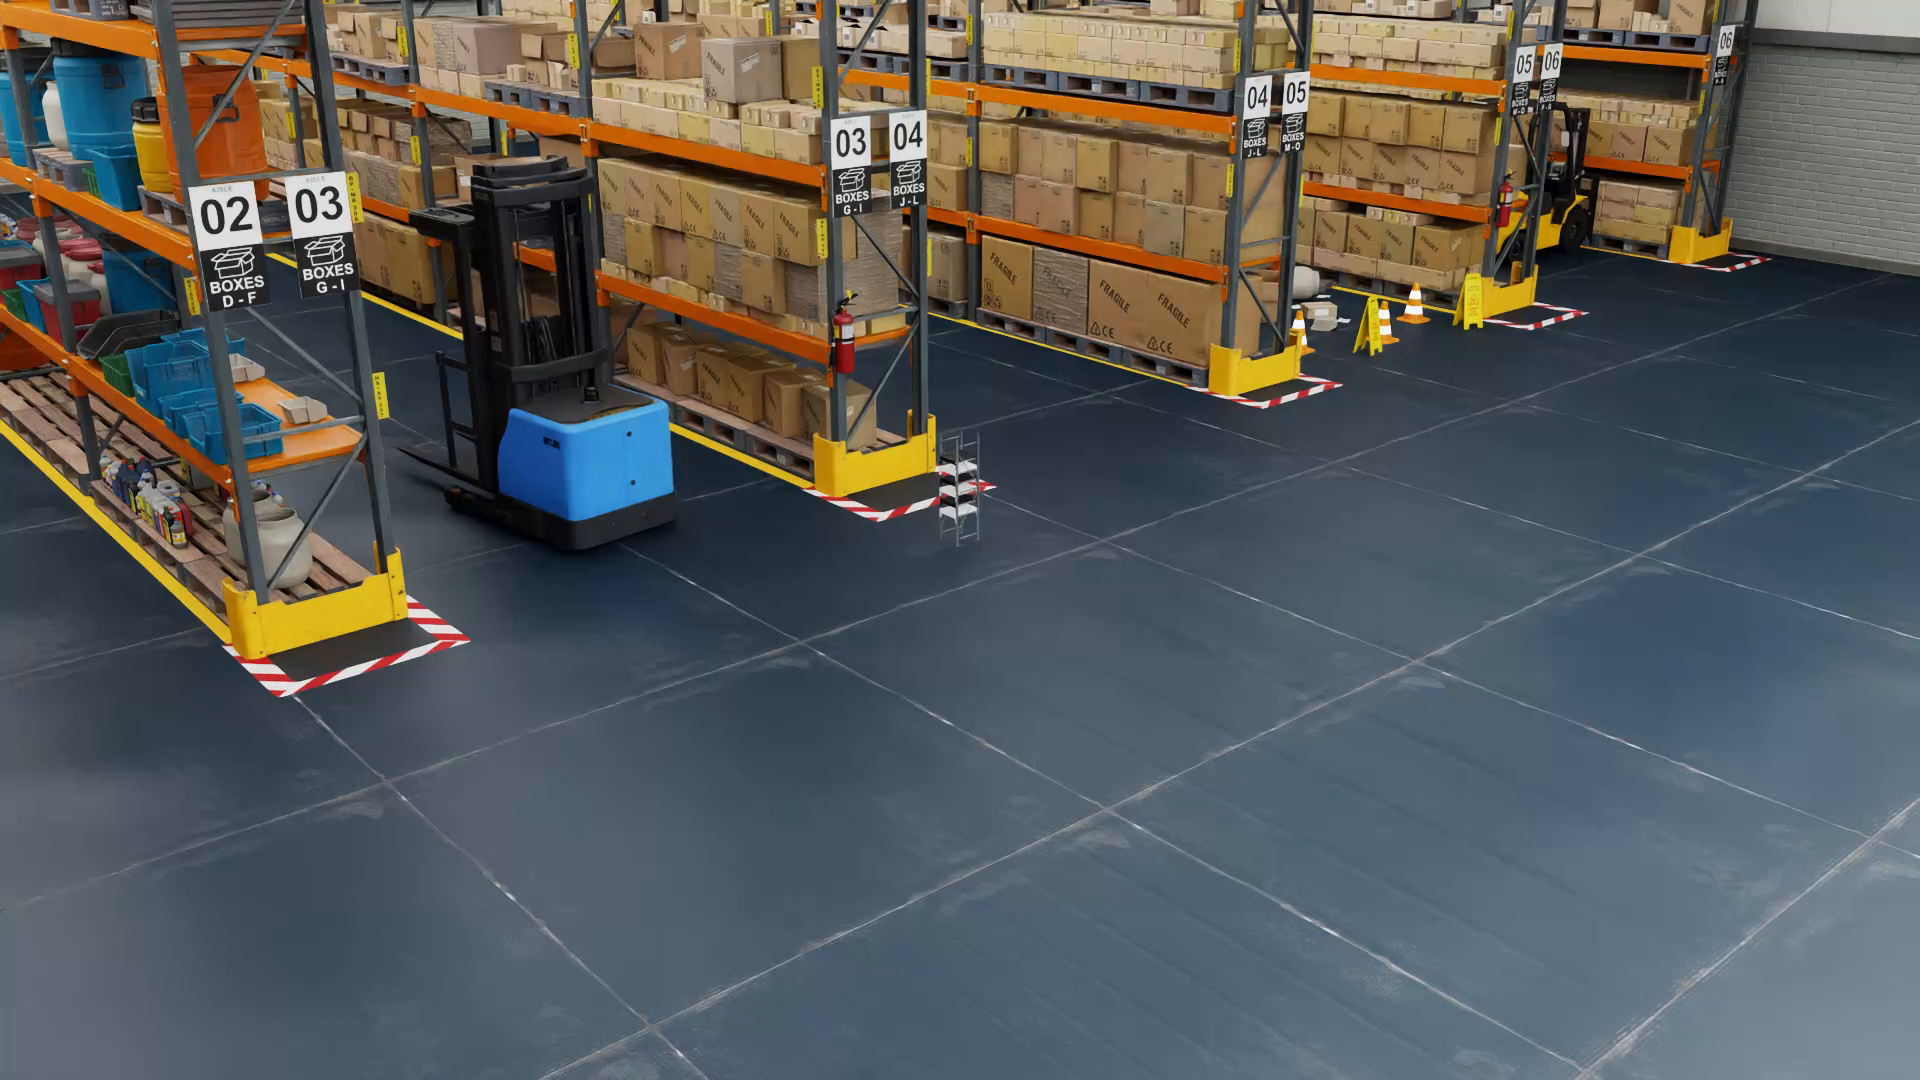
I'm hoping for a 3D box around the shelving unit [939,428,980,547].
[{"bbox_3d":[-0.005,-0.421,13.326,0.258,0.900,0.210,-17,27,-37],"label":"shelving unit"}]

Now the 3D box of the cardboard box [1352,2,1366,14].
[{"bbox_3d":[6.505,-8.534,26.679,0.380,0.149,0.250,-18,28,-38],"label":"cardboard box"}]

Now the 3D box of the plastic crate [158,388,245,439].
[{"bbox_3d":[-5.424,-0.921,11.925,0.499,0.251,0.408,-17,27,-37],"label":"plastic crate"}]

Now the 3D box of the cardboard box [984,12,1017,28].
[{"bbox_3d":[0.494,-5.891,18.836,0.380,0.149,0.250,-17,27,-37],"label":"cardboard box"}]

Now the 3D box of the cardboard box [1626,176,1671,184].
[{"bbox_3d":[10.068,-5.159,24.366,0.500,0.250,0.500,-17,27,-37],"label":"cardboard box"}]

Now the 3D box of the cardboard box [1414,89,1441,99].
[{"bbox_3d":[7.382,-7.025,26.281,0.380,0.149,0.250,-18,28,-38],"label":"cardboard box"}]

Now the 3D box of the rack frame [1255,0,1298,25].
[{"bbox_3d":[4.198,-8.179,22.027,1.000,3.000,0.127,-17,27,-37],"label":"rack frame"}]

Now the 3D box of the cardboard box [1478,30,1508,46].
[{"bbox_3d":[6.365,-5.954,19.712,0.380,0.149,0.250,-17,27,-37],"label":"cardboard box"}]

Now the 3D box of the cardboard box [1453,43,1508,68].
[{"bbox_3d":[6.271,-5.823,19.922,0.500,0.250,0.500,-18,28,-38],"label":"cardboard box"}]

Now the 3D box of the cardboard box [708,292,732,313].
[{"bbox_3d":[-2.100,-2.223,15.392,0.380,0.149,0.250,-17,27,-37],"label":"cardboard box"}]

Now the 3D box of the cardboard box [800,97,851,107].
[{"bbox_3d":[-1.181,-3.792,14.599,0.380,0.149,0.250,-16,27,-35],"label":"cardboard box"}]

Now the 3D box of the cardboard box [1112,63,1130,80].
[{"bbox_3d":[1.822,-4.958,17.548,0.380,0.149,0.250,-17,27,-37],"label":"cardboard box"}]

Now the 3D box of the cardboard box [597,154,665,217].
[{"bbox_3d":[-3.208,-3.492,16.371,0.500,0.500,0.500,-17,27,-37],"label":"cardboard box"}]

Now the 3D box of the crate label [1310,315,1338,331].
[{"bbox_3d":[4.372,-2.603,19.943,0.298,0.136,0.250,7,23,18],"label":"crate label"}]

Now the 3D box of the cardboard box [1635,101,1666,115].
[{"bbox_3d":[9.798,-6.125,23.576,0.380,0.149,0.250,-17,27,-36],"label":"cardboard box"}]

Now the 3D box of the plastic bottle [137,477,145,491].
[{"bbox_3d":[-6.602,-0.376,13.469,0.097,0.271,0.097,0,21,0],"label":"plastic bottle"}]

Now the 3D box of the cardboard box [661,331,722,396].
[{"bbox_3d":[-2.699,-1.781,16.771,0.500,0.500,0.500,-9,23,-21],"label":"cardboard box"}]

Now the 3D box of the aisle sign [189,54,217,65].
[{"bbox_3d":[-11.417,-7.501,24.957,0.394,0.787,0.004,-17,27,-37],"label":"aisle sign"}]

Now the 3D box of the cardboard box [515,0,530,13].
[{"bbox_3d":[-6.888,-8.727,27.060,0.500,0.250,0.500,-18,28,-38],"label":"cardboard box"}]

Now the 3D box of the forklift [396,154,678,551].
[{"bbox_3d":[-3.759,-1.717,13.849,3.031,2.935,1.130,19,28,39],"label":"forklift"}]

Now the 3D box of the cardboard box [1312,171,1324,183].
[{"bbox_3d":[4.894,-4.839,22.069,0.380,0.149,0.250,-18,27,-38],"label":"cardboard box"}]

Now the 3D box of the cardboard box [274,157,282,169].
[{"bbox_3d":[-9.314,-5.268,23.165,0.380,0.149,0.250,-18,28,-38],"label":"cardboard box"}]

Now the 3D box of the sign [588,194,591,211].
[{"bbox_3d":[-3.728,-3.432,16.546,0.100,0.325,0.005,-17,27,-37],"label":"sign"}]

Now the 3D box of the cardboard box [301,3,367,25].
[{"bbox_3d":[-8.145,-6.717,21.696,0.700,0.500,0.500,-17,27,-36],"label":"cardboard box"}]

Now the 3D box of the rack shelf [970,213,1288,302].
[{"bbox_3d":[1.819,-3.292,18.761,1.077,0.370,4.000,-17,27,-37],"label":"rack shelf"}]

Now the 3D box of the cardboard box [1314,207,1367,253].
[{"bbox_3d":[5.074,-4.134,22.091,0.500,0.500,0.500,-16,26,-35],"label":"cardboard box"}]

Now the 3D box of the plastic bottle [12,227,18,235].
[{"bbox_3d":[-10.012,-3.219,17.759,0.152,0.276,0.135,-17,27,-37],"label":"plastic bottle"}]

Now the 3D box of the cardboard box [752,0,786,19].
[{"bbox_3d":[-2.558,-7.134,22.285,0.396,0.266,0.258,-17,27,-37],"label":"cardboard box"}]

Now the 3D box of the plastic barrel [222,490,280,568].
[{"bbox_3d":[-5.266,-0.081,12.414,0.421,0.512,0.421,0,21,0],"label":"plastic barrel"}]

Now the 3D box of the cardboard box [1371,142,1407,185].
[{"bbox_3d":[5.599,-4.828,21.153,0.500,0.500,0.500,-18,27,-38],"label":"cardboard box"}]

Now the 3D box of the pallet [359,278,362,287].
[{"bbox_3d":[-7.971,-3.743,22.751,1.003,0.211,1.213,-17,27,-37],"label":"pallet"}]

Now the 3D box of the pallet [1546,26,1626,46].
[{"bbox_3d":[9.324,-7.357,24.163,1.003,0.211,1.213,-17,27,-37],"label":"pallet"}]

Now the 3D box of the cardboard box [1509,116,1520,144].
[{"bbox_3d":[8.400,-6.290,25.293,0.500,0.500,0.500,-17,27,-37],"label":"cardboard box"}]

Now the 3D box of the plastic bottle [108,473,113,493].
[{"bbox_3d":[-7.053,-0.500,13.883,0.097,0.201,0.097,0,21,0],"label":"plastic bottle"}]

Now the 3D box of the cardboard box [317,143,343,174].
[{"bbox_3d":[-8.092,-4.958,21.892,0.500,0.500,0.500,-17,27,-37],"label":"cardboard box"}]

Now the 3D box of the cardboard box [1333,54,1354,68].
[{"bbox_3d":[4.991,-6.144,21.288,0.380,0.149,0.250,-18,28,-38],"label":"cardboard box"}]

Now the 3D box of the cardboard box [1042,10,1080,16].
[{"bbox_3d":[1.159,-5.977,19.057,0.380,0.149,0.250,-18,27,-38],"label":"cardboard box"}]

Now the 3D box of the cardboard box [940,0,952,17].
[{"bbox_3d":[-0.097,-8.537,26.663,0.396,0.266,0.258,-15,26,-33],"label":"cardboard box"}]

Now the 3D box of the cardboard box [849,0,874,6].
[{"bbox_3d":[-1.683,-9.272,28.403,0.396,0.266,0.258,-16,27,-36],"label":"cardboard box"}]

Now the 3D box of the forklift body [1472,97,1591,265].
[{"bbox_3d":[7.947,-5.157,23.702,2.313,2.155,1.214,-17,27,-37],"label":"forklift body"}]

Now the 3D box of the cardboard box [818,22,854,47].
[{"bbox_3d":[-1.464,-6.462,21.250,0.500,0.250,0.500,-17,27,-36],"label":"cardboard box"}]

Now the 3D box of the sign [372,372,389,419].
[{"bbox_3d":[-4.031,-1.001,11.546,0.100,0.325,0.005,-17,27,-37],"label":"sign"}]

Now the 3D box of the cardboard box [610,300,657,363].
[{"bbox_3d":[-3.694,-2.242,17.919,0.500,0.500,0.700,20,29,41],"label":"cardboard box"}]

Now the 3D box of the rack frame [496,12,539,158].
[{"bbox_3d":[-7.319,-7.494,28.506,1.000,3.000,0.127,-17,27,-37],"label":"rack frame"}]

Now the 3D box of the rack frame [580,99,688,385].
[{"bbox_3d":[-3.310,-3.026,17.098,1.000,3.000,0.127,-17,27,-37],"label":"rack frame"}]

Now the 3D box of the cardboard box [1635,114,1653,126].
[{"bbox_3d":[9.816,-5.990,23.639,0.380,0.149,0.250,-17,27,-36],"label":"cardboard box"}]

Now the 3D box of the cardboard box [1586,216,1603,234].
[{"bbox_3d":[9.384,-4.713,24.598,0.500,0.250,0.500,-17,27,-37],"label":"cardboard box"}]

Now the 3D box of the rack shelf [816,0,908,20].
[{"bbox_3d":[-2.004,-4.931,14.724,1.077,0.370,4.000,-17,27,-37],"label":"rack shelf"}]

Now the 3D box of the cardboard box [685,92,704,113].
[{"bbox_3d":[-2.257,-3.961,15.031,0.380,0.149,0.250,-17,27,-36],"label":"cardboard box"}]

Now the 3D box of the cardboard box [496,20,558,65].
[{"bbox_3d":[-4.765,-5.456,18.364,0.500,0.500,0.500,-17,27,-37],"label":"cardboard box"}]

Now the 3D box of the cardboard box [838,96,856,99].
[{"bbox_3d":[-1.812,-5.670,22.339,0.700,0.500,0.500,-18,27,-38],"label":"cardboard box"}]

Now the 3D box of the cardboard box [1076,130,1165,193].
[{"bbox_3d":[1.776,-4.191,18.385,0.875,0.550,0.500,-17,27,-37],"label":"cardboard box"}]

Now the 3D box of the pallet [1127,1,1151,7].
[{"bbox_3d":[3.786,-9.605,30.038,1.213,0.211,1.003,-17,27,-37],"label":"pallet"}]

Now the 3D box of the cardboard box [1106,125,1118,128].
[{"bbox_3d":[2.341,-6.133,24.799,0.380,0.149,0.250,-16,26,-34],"label":"cardboard box"}]

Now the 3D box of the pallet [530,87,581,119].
[{"bbox_3d":[-3.632,-4.531,17.085,1.213,0.211,1.003,-17,27,-37],"label":"pallet"}]
